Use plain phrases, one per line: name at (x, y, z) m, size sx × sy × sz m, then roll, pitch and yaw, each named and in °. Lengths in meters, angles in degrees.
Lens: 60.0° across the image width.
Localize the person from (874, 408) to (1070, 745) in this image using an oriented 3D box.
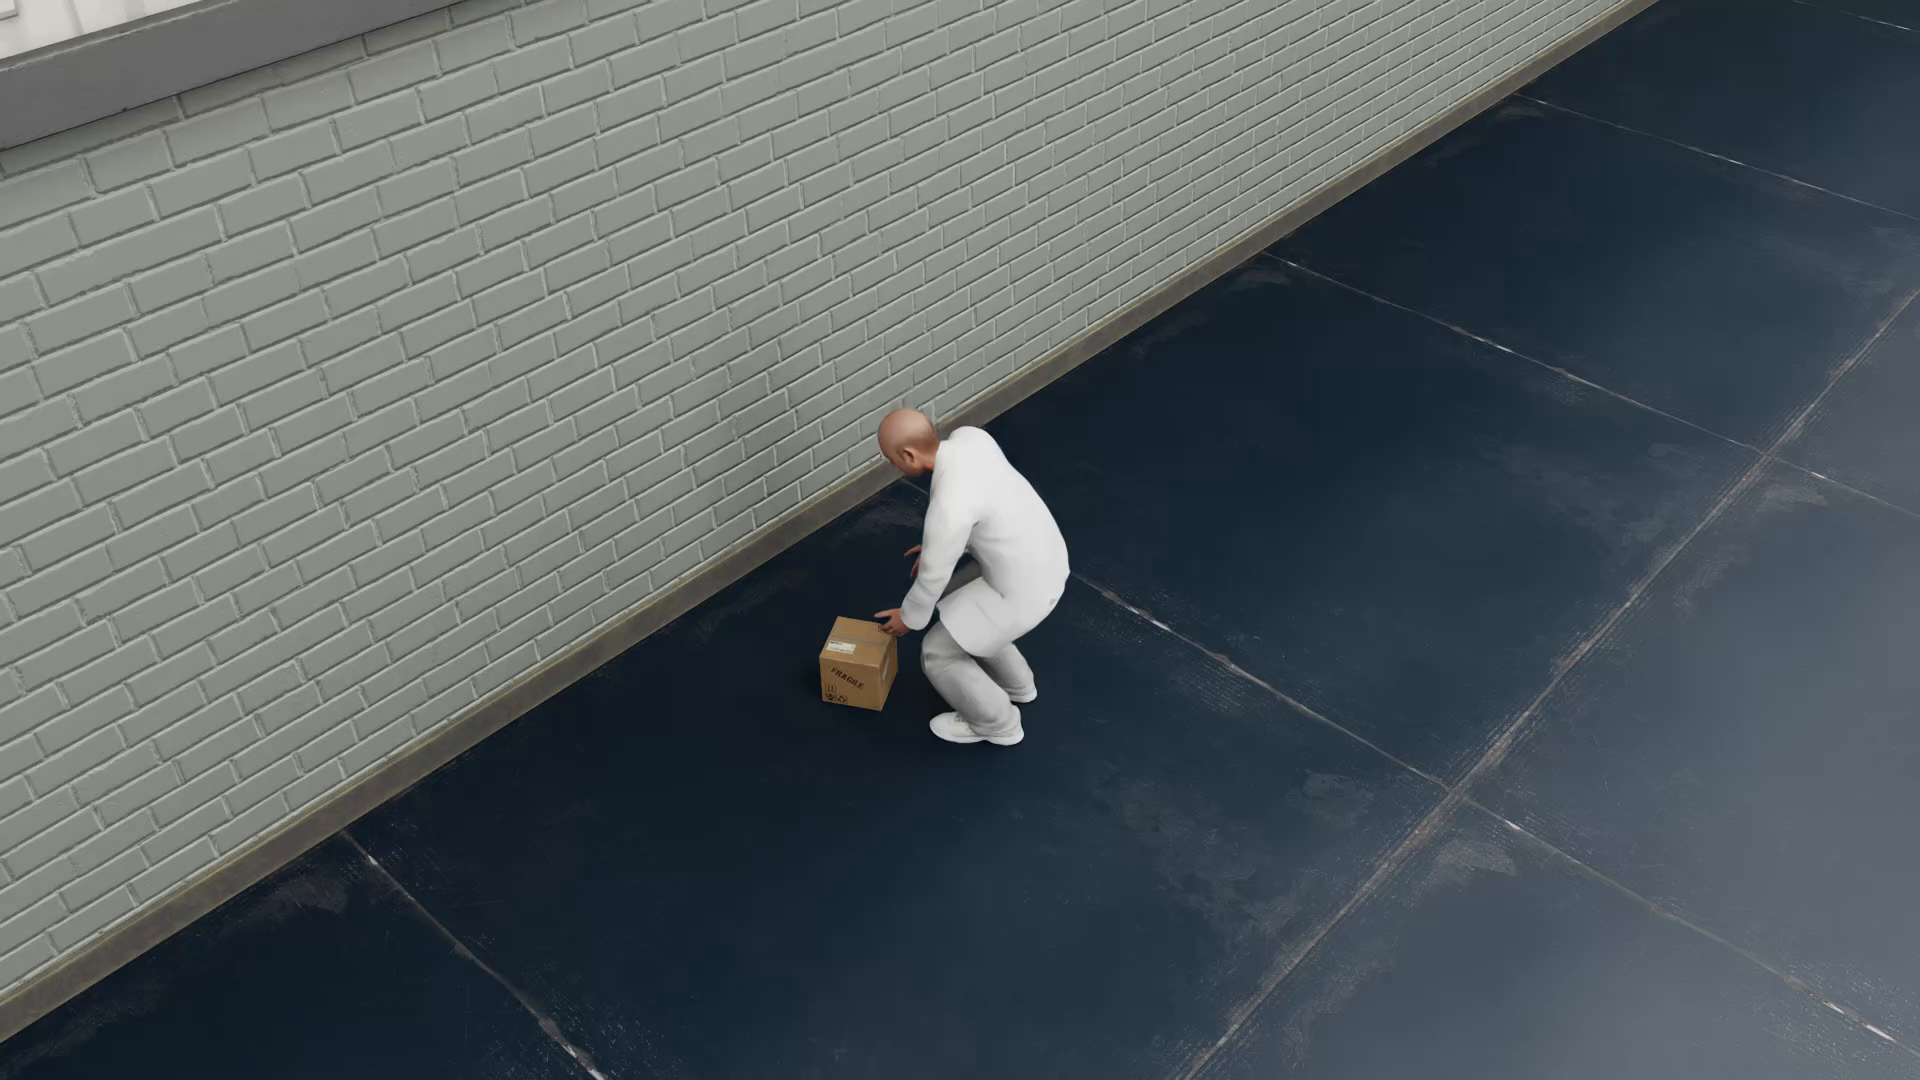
person at (0.052, 0.146, 6.248) m, size 0.701 × 1.453 × 0.631 m, roll 9°, pitch 40°, yaw 11°
